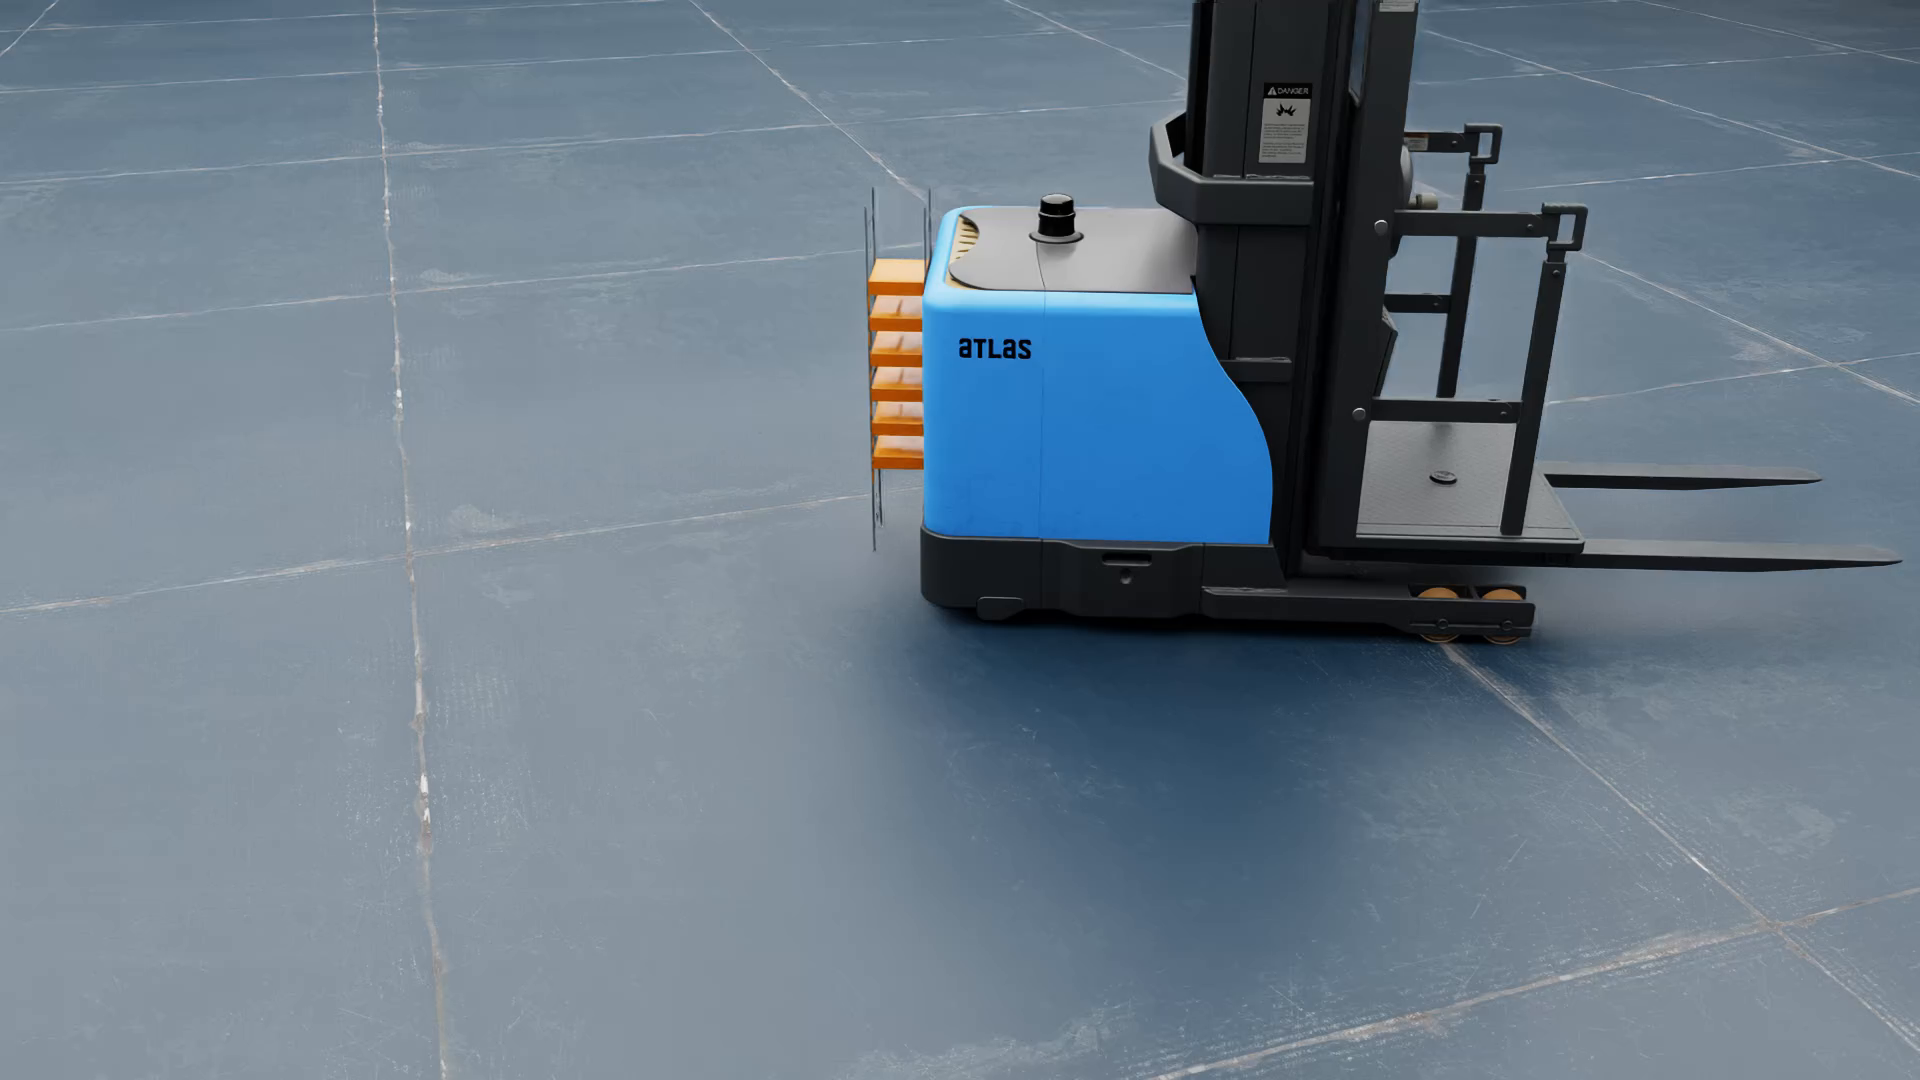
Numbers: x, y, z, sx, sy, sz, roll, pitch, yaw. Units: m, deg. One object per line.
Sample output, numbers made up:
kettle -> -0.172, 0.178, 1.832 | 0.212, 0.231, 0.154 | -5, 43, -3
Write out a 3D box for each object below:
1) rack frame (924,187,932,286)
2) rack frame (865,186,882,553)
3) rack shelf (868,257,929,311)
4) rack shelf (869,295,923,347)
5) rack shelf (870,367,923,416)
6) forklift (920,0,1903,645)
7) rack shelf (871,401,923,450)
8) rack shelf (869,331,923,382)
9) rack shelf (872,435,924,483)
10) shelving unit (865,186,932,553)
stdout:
rack frame -> -0.102, -0.540, 5.489 | 0.006, 1.200, 0.240 | 1, 26, 3
rack frame -> -0.285, -0.545, 5.499 | 0.006, 1.200, 0.240 | 1, 26, 3
rack shelf -> -0.194, -0.825, 5.354 | 0.180, 0.103, 0.258 | 1, 26, 3
rack shelf -> -0.194, -0.718, 5.407 | 0.180, 0.103, 0.258 | 1, 26, 3
rack shelf -> -0.194, -0.503, 5.514 | 0.180, 0.103, 0.258 | 1, 26, 3
forklift -> 1.413, -1.236, 4.944 | 3.031, 2.935, 1.130 | 1, 26, 3
rack shelf -> -0.194, -0.395, 5.567 | 0.180, 0.103, 0.258 | 1, 26, 3
rack shelf -> -0.194, -0.610, 5.460 | 0.180, 0.103, 0.258 | 1, 26, 3
rack shelf -> -0.194, -0.288, 5.620 | 0.180, 0.103, 0.258 | 1, 26, 3
shelving unit -> -0.194, -0.543, 5.494 | 0.189, 1.200, 0.258 | 1, 26, 3
